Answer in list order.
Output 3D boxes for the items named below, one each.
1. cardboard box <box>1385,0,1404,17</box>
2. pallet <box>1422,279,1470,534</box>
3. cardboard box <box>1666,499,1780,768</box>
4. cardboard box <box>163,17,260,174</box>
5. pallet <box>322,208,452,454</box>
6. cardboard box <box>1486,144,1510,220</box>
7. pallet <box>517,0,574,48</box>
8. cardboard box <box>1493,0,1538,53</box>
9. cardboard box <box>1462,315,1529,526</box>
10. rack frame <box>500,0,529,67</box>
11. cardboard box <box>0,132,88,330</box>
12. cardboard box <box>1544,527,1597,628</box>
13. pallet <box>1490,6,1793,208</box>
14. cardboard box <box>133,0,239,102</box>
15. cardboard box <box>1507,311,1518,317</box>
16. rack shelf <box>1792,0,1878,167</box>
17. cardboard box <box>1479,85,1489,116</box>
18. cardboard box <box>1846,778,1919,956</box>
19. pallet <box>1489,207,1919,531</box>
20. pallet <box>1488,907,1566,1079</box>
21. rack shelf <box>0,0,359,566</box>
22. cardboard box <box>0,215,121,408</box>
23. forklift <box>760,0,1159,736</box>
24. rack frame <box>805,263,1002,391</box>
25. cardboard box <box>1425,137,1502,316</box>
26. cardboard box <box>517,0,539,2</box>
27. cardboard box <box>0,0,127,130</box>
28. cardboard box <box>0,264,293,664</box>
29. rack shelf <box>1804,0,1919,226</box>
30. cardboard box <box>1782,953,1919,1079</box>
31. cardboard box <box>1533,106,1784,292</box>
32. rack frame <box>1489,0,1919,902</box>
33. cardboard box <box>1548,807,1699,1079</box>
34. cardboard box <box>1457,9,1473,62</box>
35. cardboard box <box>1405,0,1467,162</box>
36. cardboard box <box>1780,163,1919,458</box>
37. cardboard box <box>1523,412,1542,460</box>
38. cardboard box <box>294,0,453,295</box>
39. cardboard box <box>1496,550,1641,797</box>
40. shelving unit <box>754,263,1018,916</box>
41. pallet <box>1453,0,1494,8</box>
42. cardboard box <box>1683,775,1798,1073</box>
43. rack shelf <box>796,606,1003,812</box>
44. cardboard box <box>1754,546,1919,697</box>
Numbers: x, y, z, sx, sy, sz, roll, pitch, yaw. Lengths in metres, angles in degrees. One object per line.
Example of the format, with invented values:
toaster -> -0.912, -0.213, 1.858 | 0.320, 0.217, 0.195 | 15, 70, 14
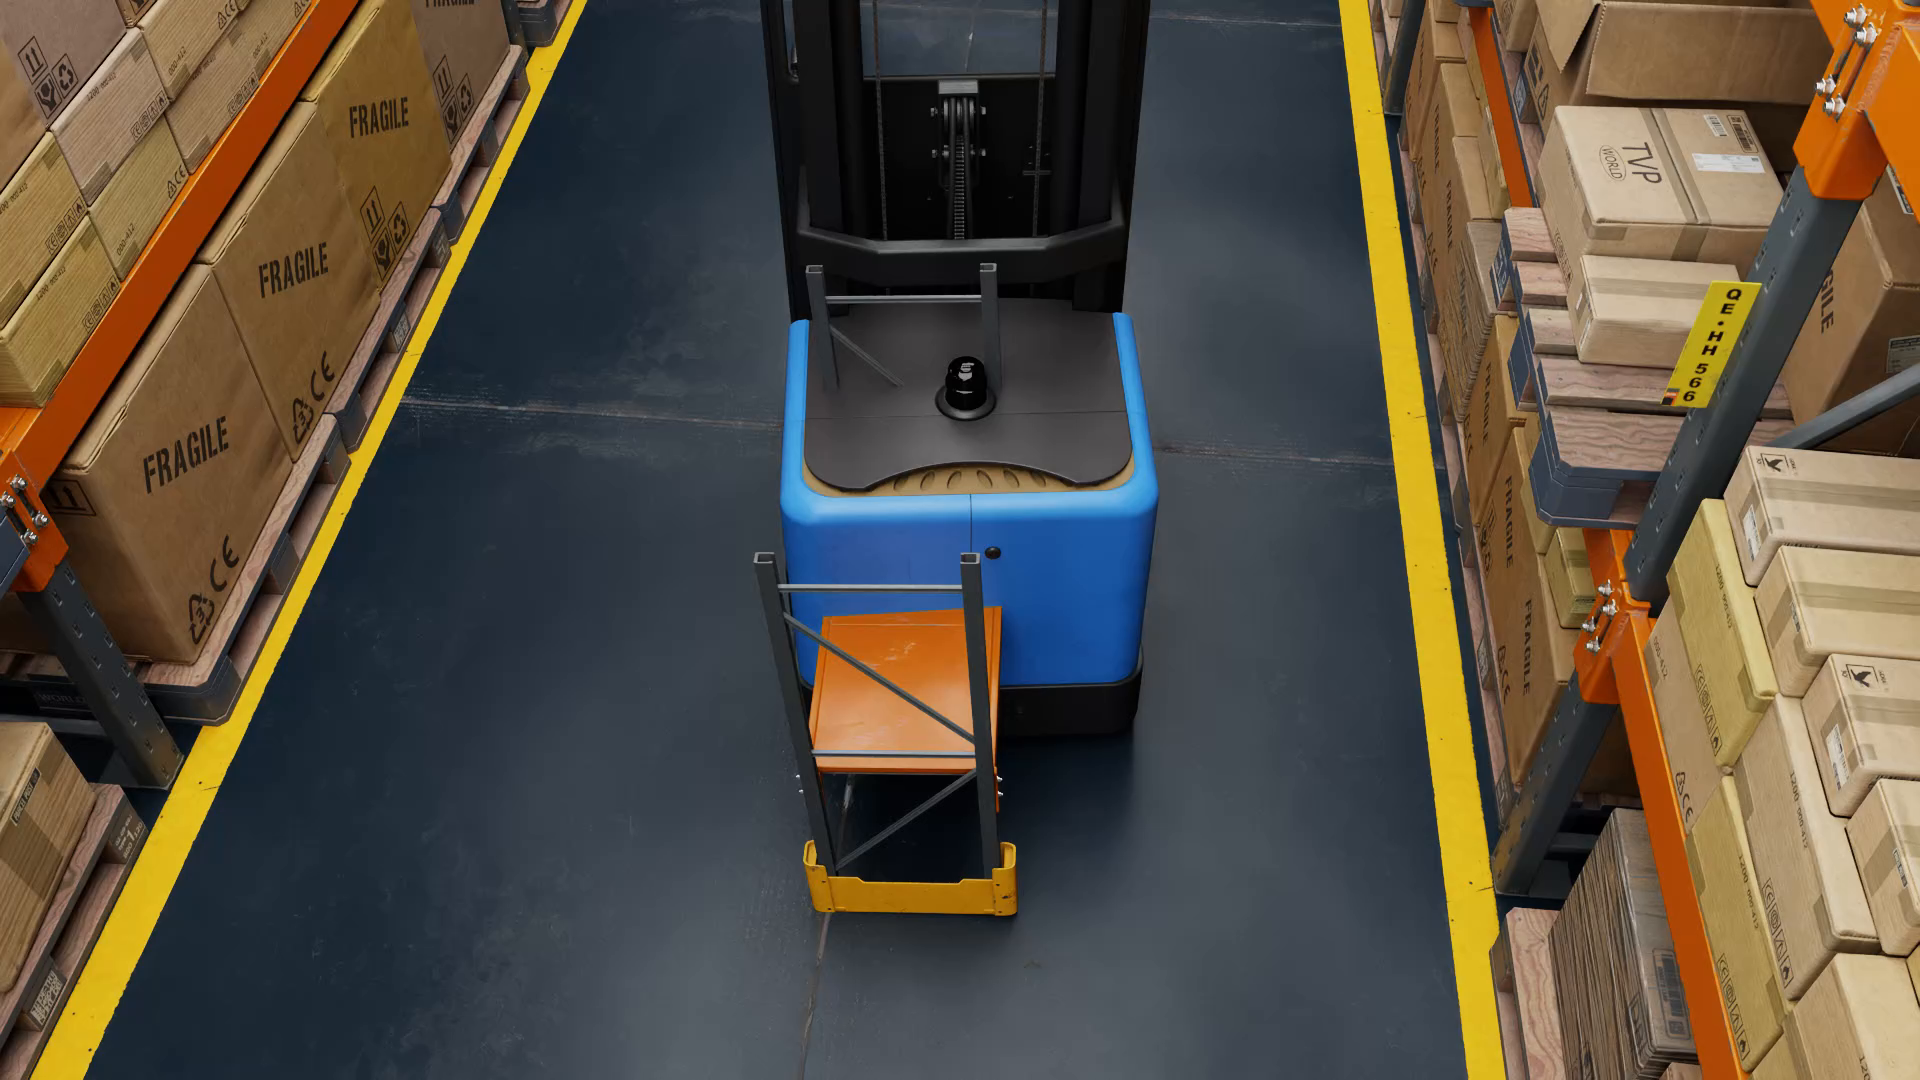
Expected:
cardboard box -> 2.173, -2.543, 7.691 | 0.380, 0.149, 0.250 | 3, 48, 2
pallet -> 2.270, -0.494, 6.059 | 1.003, 0.211, 1.213 | 4, 48, 4
cardboard box -> 1.742, 0.195, 3.302 | 0.500, 0.250, 0.500 | 4, 48, 3
cardboard box -> -2.515, -1.382, 5.083 | 0.500, 0.250, 0.500 | 5, 48, 5
pallet -> -2.632, -0.853, 6.387 | 1.003, 0.211, 1.213 | 4, 48, 4
cardboard box -> 2.061, -1.242, 5.823 | 0.380, 0.149, 0.250 | 5, 48, 5
pallet -> -2.381, -2.878, 8.239 | 1.003, 0.211, 1.213 | 4, 48, 4
cardboard box -> 2.029, -1.812, 5.022 | 0.700, 0.500, 0.500 | 4, 48, 3
cardboard box -> 1.976, -0.370, 5.465 | 0.500, 0.500, 0.500 | 6, 48, 5
rack frame -> -2.529, -3.266, 6.704 | 1.000, 3.000, 0.127 | 4, 48, 4
cardboard box -> -2.601, -0.800, 4.212 | 0.500, 0.250, 0.500 | 4, 48, 3
cardboard box -> 1.843, 0.108, 4.588 | 0.380, 0.149, 0.250 | 2, 48, 2
pallet -> 2.223, -1.360, 5.091 | 1.003, 0.211, 1.213 | 4, 48, 4
cardboard box -> -2.495, -1.545, 4.893 | 0.500, 0.250, 0.500 | 4, 48, 3
cardboard box -> 1.992, -0.865, 5.478 | 0.380, 0.149, 0.250 | 2, 48, 2
rack shelf -> 2.232, -2.234, 4.216 | 1.077, 0.370, 4.000 | 4, 48, 4
cardboard box -> 2.145, -1.605, 6.155 | 0.380, 0.149, 0.250 | 3, 48, 3
cardboard box -> 1.696, 0.546, 2.710 | 0.380, 0.149, 0.250 | 4, 48, 4
pallet -> 2.042, -0.433, 4.243 | 1.213, 0.211, 1.003 | 4, 48, 4
pallet -> 1.936, 1.548, 4.191 | 1.003, 0.211, 1.213 | 4, 48, 4
rack shelf -> -2.711, -1.553, 5.625 | 1.077, 0.370, 4.000 | 4, 48, 4
cardboard box -> -2.598, -0.618, 4.384 | 0.500, 0.250, 0.500 | 3, 48, 3
forklift -> -0.022, -1.453, 5.092 | 1.130, 2.935, 3.031 | -1, 48, -1
rack frame -> -0.116, -0.205, 4.901 | 0.500, 1.500, 0.032 | 0, 48, 4
cardboard box -> 2.058, -1.134, 6.164 | 0.500, 0.500, 0.500 | 3, 48, 2
cardboard box -> -2.365, -2.997, 7.910 | 0.875, 0.438, 0.875 | 3, 48, 3
cardboard box -> -2.569, -1.408, 4.260 | 0.500, 0.500, 0.500 | 4, 48, 4
cardboard box -> -2.747, -0.253, 5.104 | 0.875, 0.875, 0.875 | 3, 48, 3
rack shelf -> 1.868, 0.705, 1.527 | 1.077, 0.370, 4.000 | 4, 48, 4
cardboard box -> 1.654, 0.948, 2.613 | 0.500, 0.250, 0.500 | 3, 48, 3
cardboard box -> 1.824, -0.883, 4.342 | 0.500, 0.250, 0.500 | 2, 48, 2
rack frame -> 2.050, 0.005, 3.713 | 1.000, 3.000, 0.127 | 4, 48, 4
cardboard box -> 1.980, 1.122, 4.016 | 0.875, 0.625, 0.625 | 5, 48, 5
cardboard box -> 2.169, -1.997, 6.514 | 0.380, 0.149, 0.250 | 3, 48, 2
cardboard box -> 2.147, -1.892, 6.857 | 0.500, 0.500, 0.500 | 6, 48, 5
cardboard box -> 2.253, -0.538, 3.857 | 0.500, 0.500, 0.500 | 6, 48, 5
cardboard box -> 1.905, -0.285, 4.948 | 0.380, 0.149, 0.250 | 2, 48, 2
cardboard box -> -2.580, -1.565, 6.304 | 0.875, 0.875, 0.875 | 5, 48, 5
cardboard box -> 1.875, 0.382, 4.778 | 0.500, 0.500, 0.500 | 5, 48, 5
shelving unit -> -0.141, 0.164, 4.565 | 0.587, 1.500, 1.083 | 0, 48, 4
pallet -> 2.233, -2.290, 5.942 | 1.003, 0.211, 1.213 | 4, 48, 4
cardboard box -> 1.716, 0.734, 3.147 | 0.500, 0.250, 0.500 | 3, 48, 3
rack shelf -> -0.132, 0.292, 4.692 | 0.538, 0.185, 1.000 | 0, 48, 4
cardboard box -> 1.705, 0.163, 3.061 | 0.380, 0.149, 0.250 | 5, 48, 4
